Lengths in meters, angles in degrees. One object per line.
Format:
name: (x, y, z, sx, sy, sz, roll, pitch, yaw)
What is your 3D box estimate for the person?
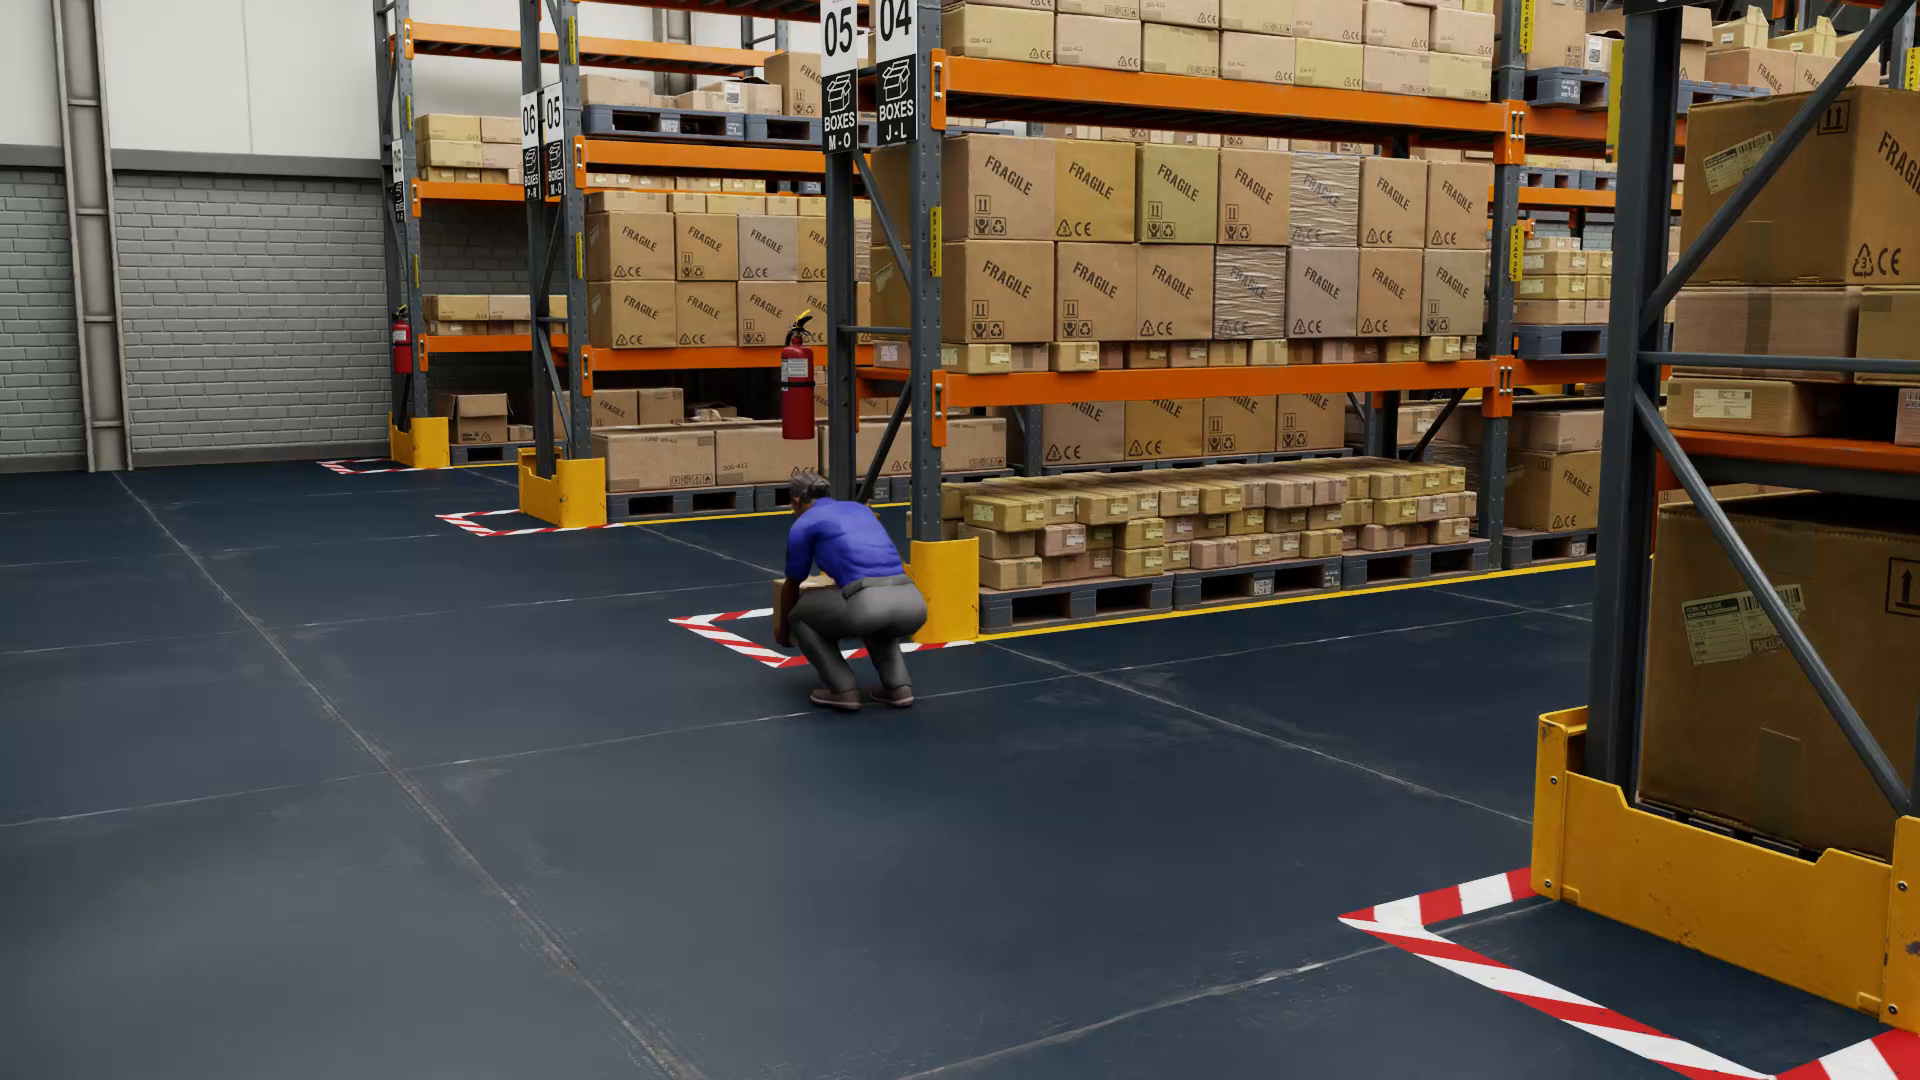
person: (-0.479, 0.207, 6.942, 0.465, 0.951, 0.833, -5, 10, -32)
